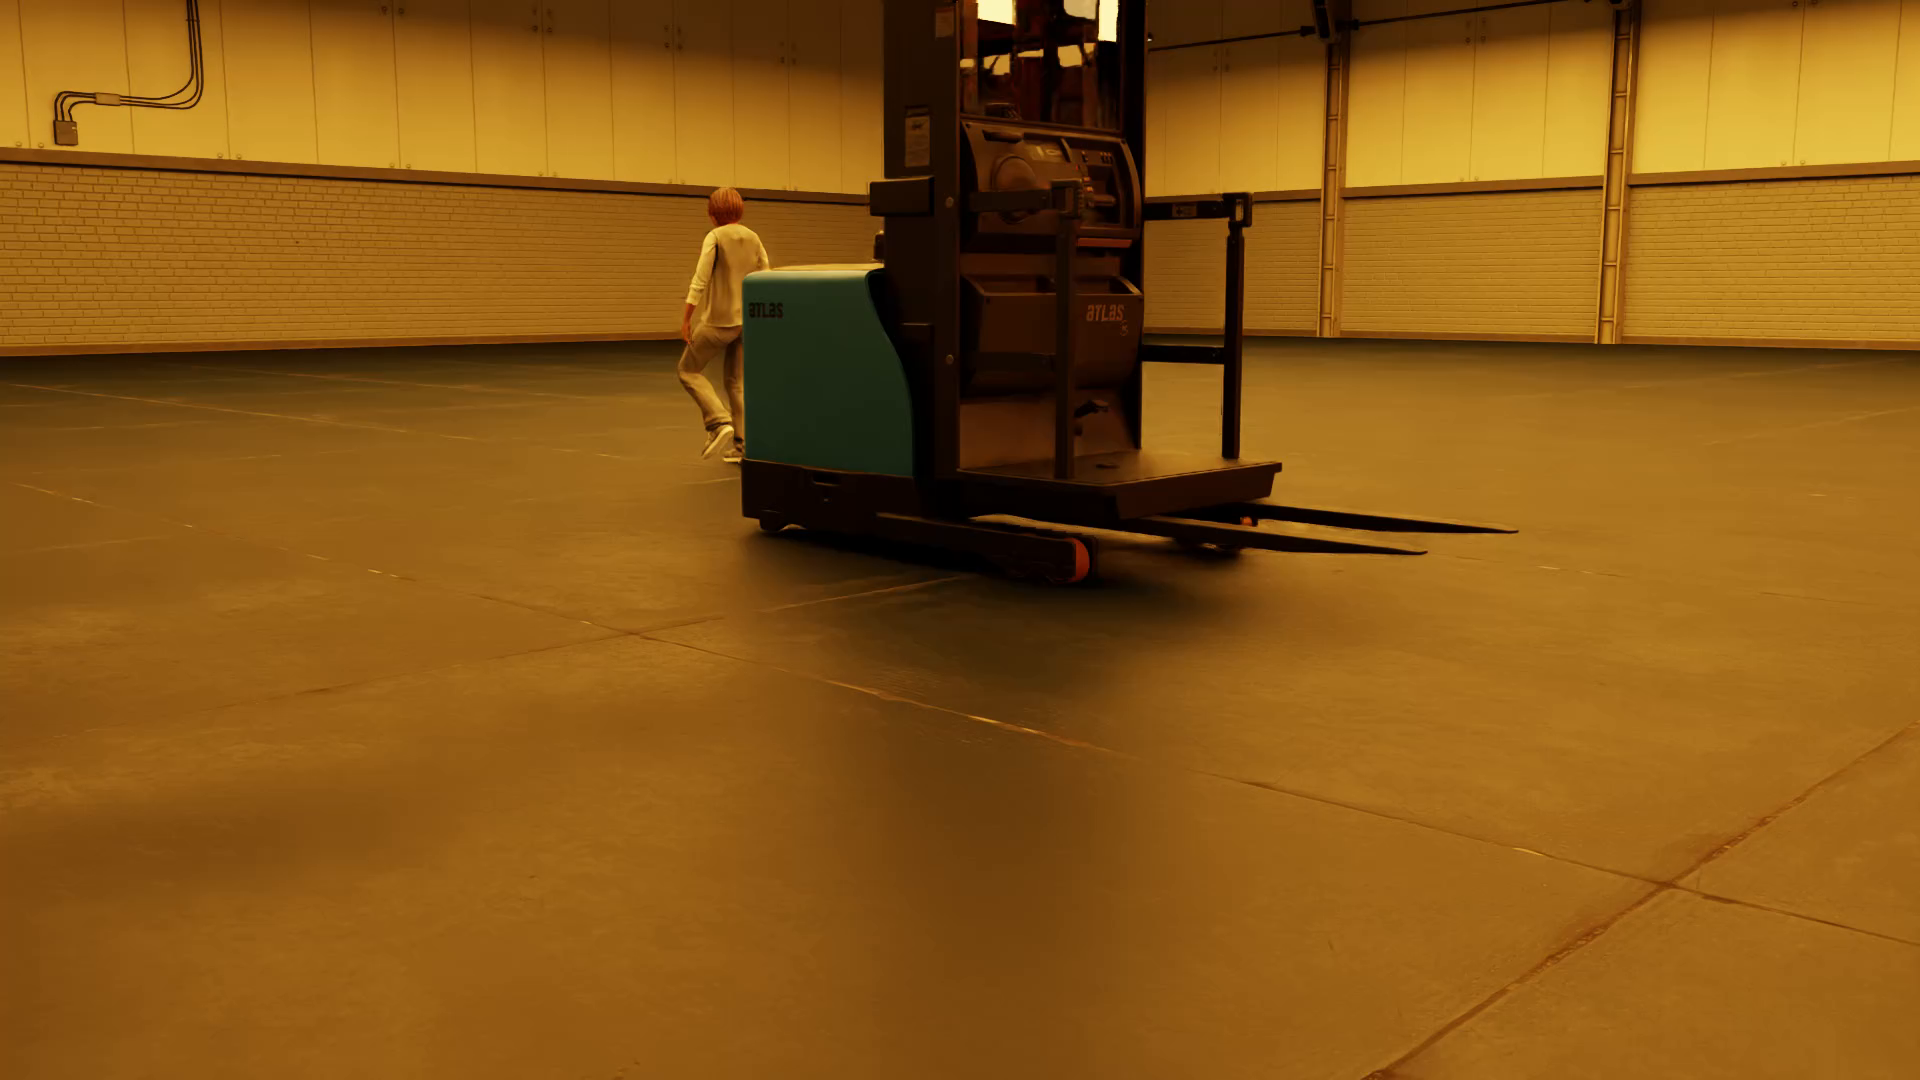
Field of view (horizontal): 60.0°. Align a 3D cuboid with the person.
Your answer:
[{"bbox_3d":[-1.371,-1.229,9.593,0.408,1.578,0.550,8,11,41],"label":"person"}]

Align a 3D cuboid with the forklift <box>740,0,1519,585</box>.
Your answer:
[{"bbox_3d":[0.505,-1.382,6.049,3.031,2.935,1.130,8,12,43],"label":"forklift"}]
